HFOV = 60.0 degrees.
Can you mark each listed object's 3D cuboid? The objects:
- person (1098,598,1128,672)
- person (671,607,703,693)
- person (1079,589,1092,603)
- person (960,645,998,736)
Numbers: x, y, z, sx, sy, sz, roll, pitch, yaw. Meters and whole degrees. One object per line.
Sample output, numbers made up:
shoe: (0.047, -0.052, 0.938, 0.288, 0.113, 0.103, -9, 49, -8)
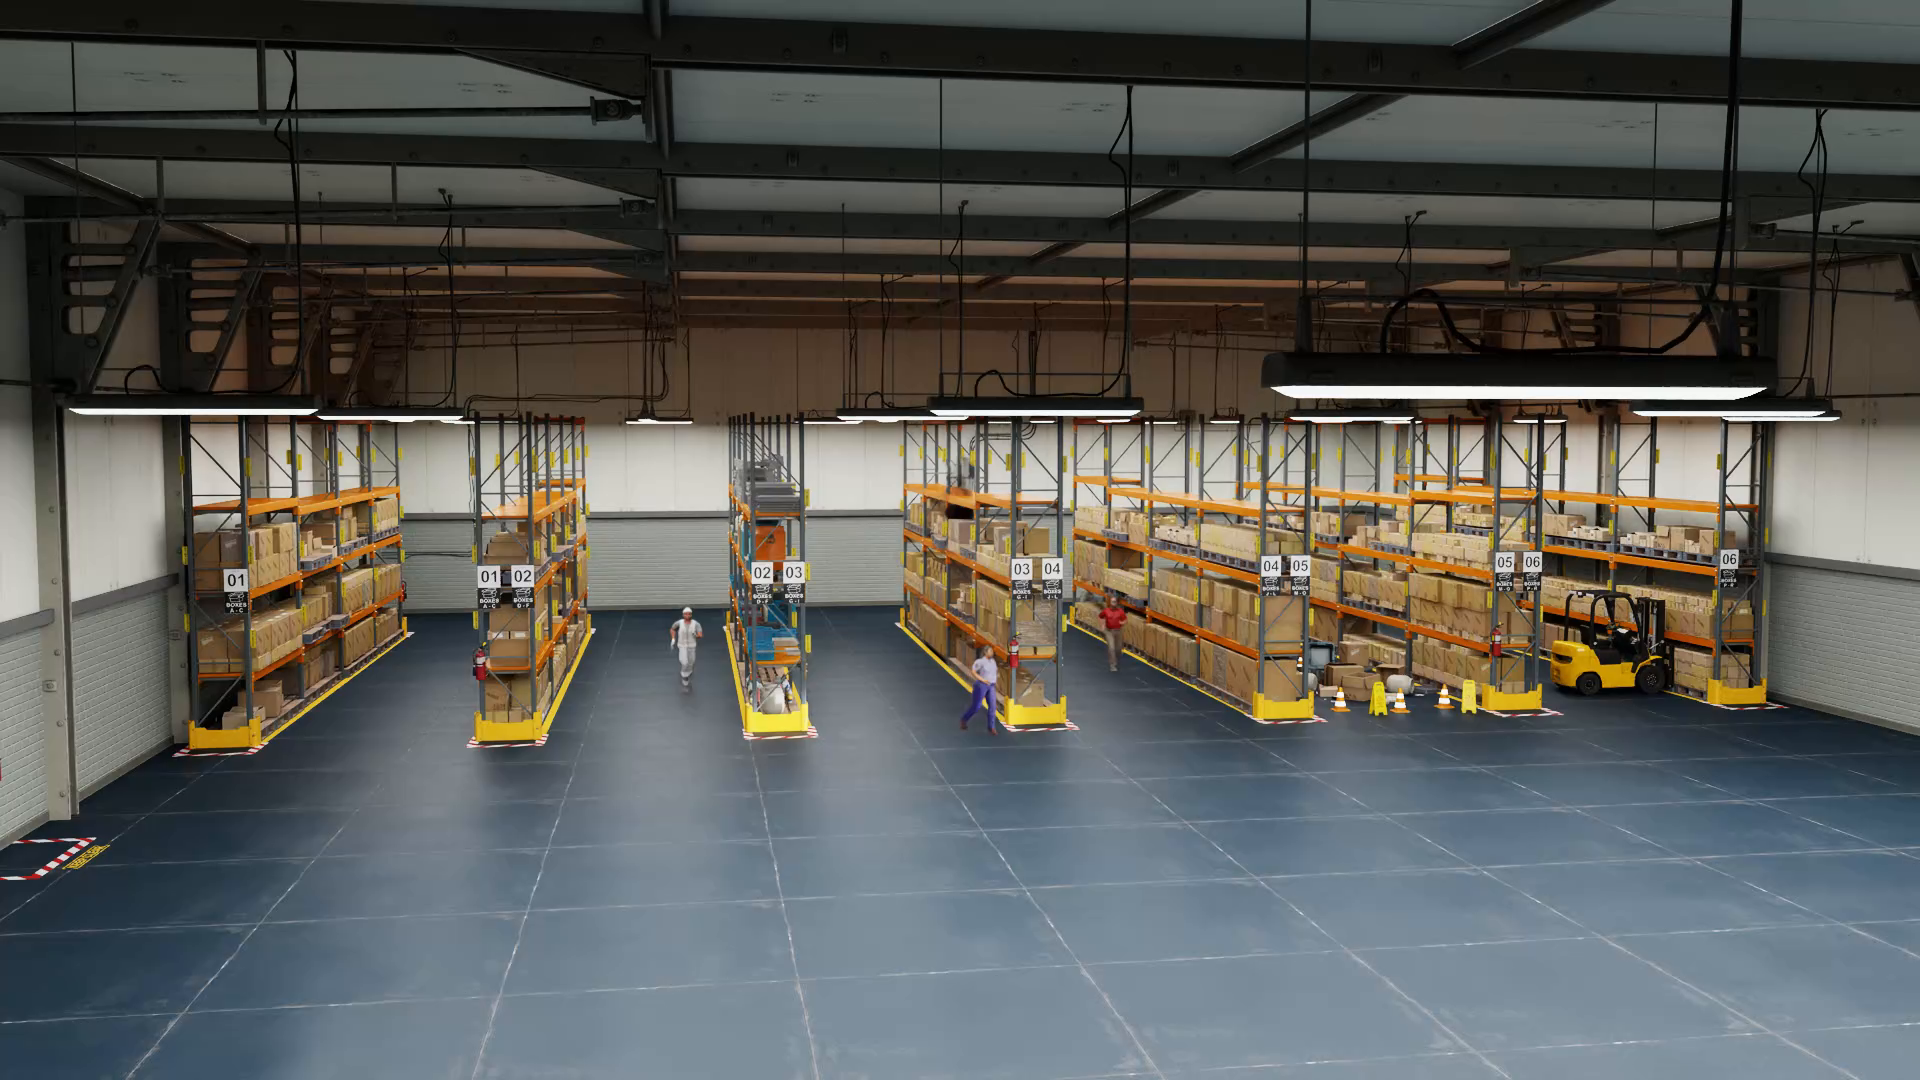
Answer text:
person: (3.607, 2.201, 39.101, 0.673, 1.699, 0.944, -1, 4, -7)
person: (-5.917, 2.373, 36.052, 0.643, 1.844, 0.876, -1, 4, -20)
person: (3.770, 1.504, 49.780, 0.958, 1.642, 0.627, -1, 4, -8)
person: (0.483, 2.796, 31.124, 0.695, 1.621, 0.923, -3, 5, -38)
